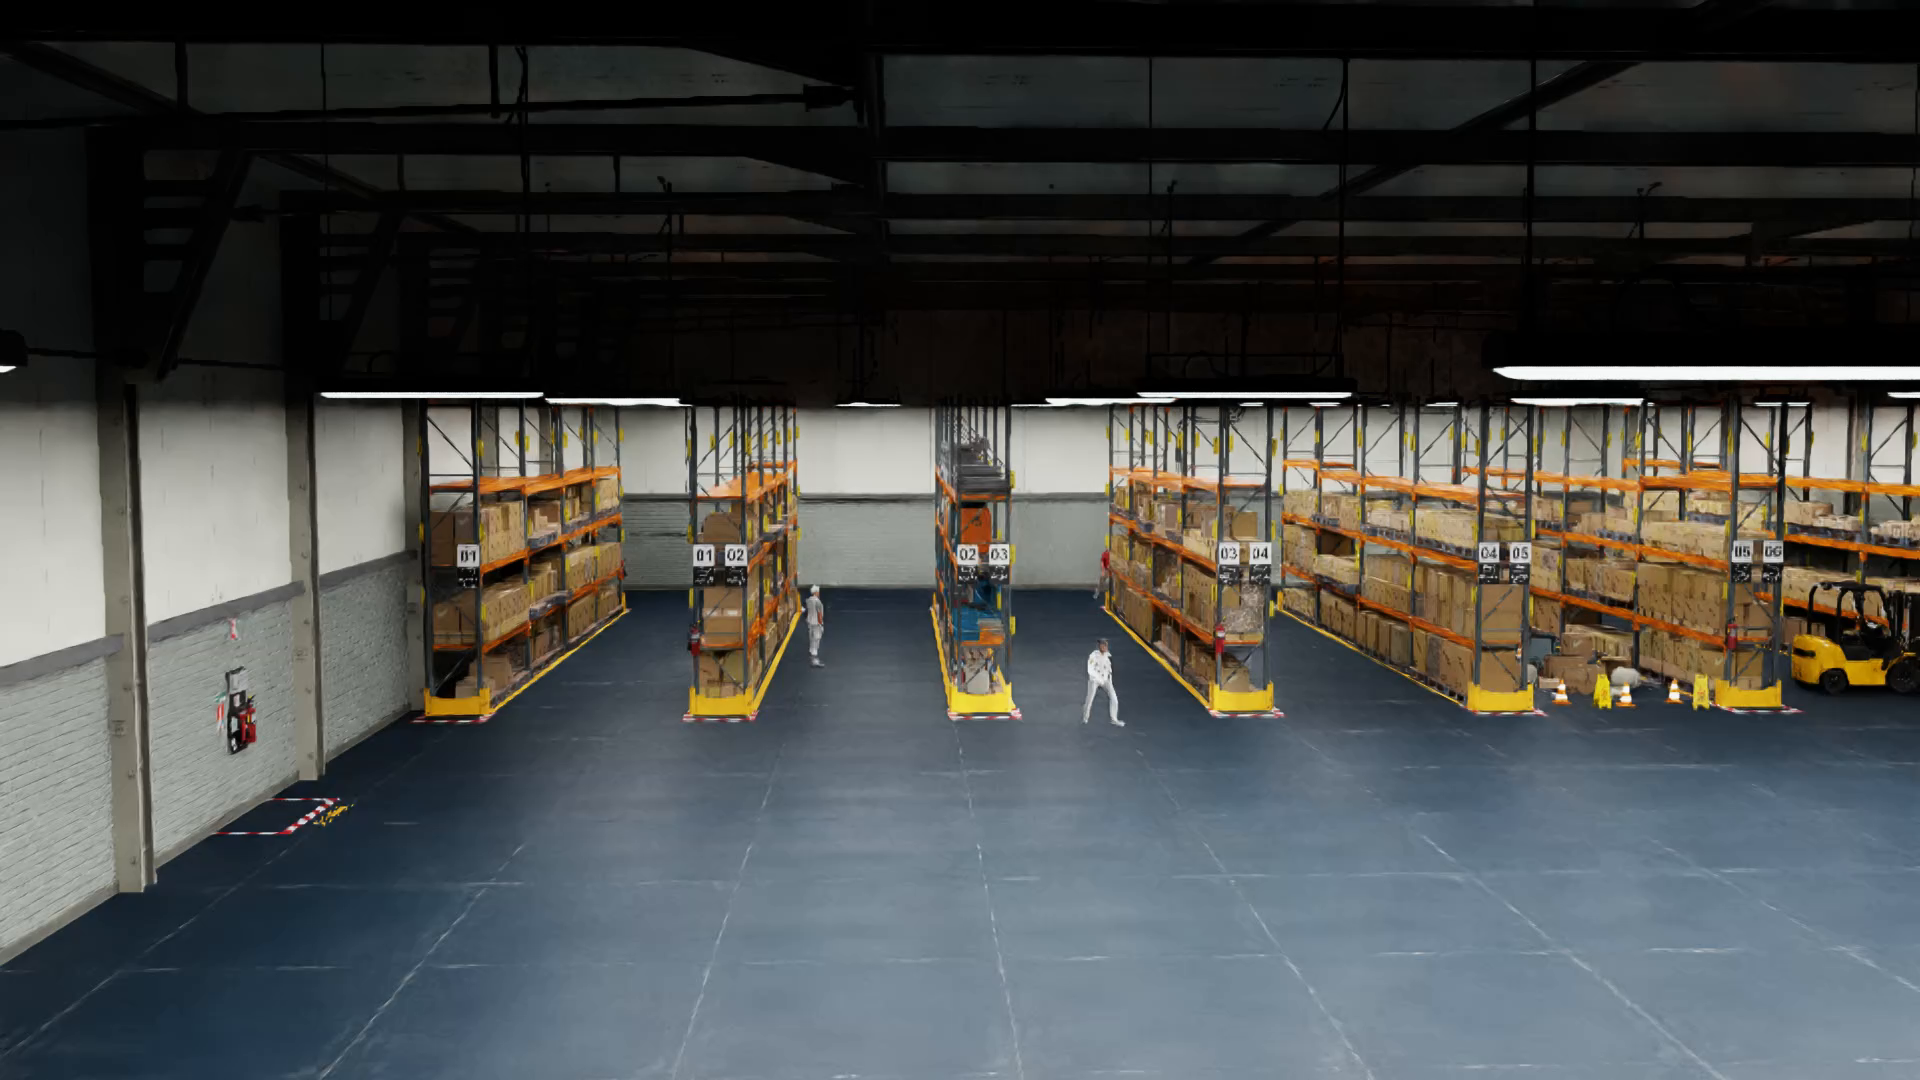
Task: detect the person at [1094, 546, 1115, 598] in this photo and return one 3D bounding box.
[{"bbox_3d":[4.441,0.926,50.013,0.621,1.665,0.952,-2,5,-28],"label":"person"}]

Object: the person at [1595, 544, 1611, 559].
[{"bbox_3d":[19.036,0.965,49.281,0.580,1.784,0.579,-3,6,-37],"label":"person"}]

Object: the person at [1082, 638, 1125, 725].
[{"bbox_3d":[2.542,2.543,30.119,0.642,1.607,0.786,-2,5,-21],"label":"person"}]

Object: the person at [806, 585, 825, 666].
[{"bbox_3d":[-3.196,1.889,37.128,0.443,1.786,0.600,-3,5,-33],"label":"person"}]
